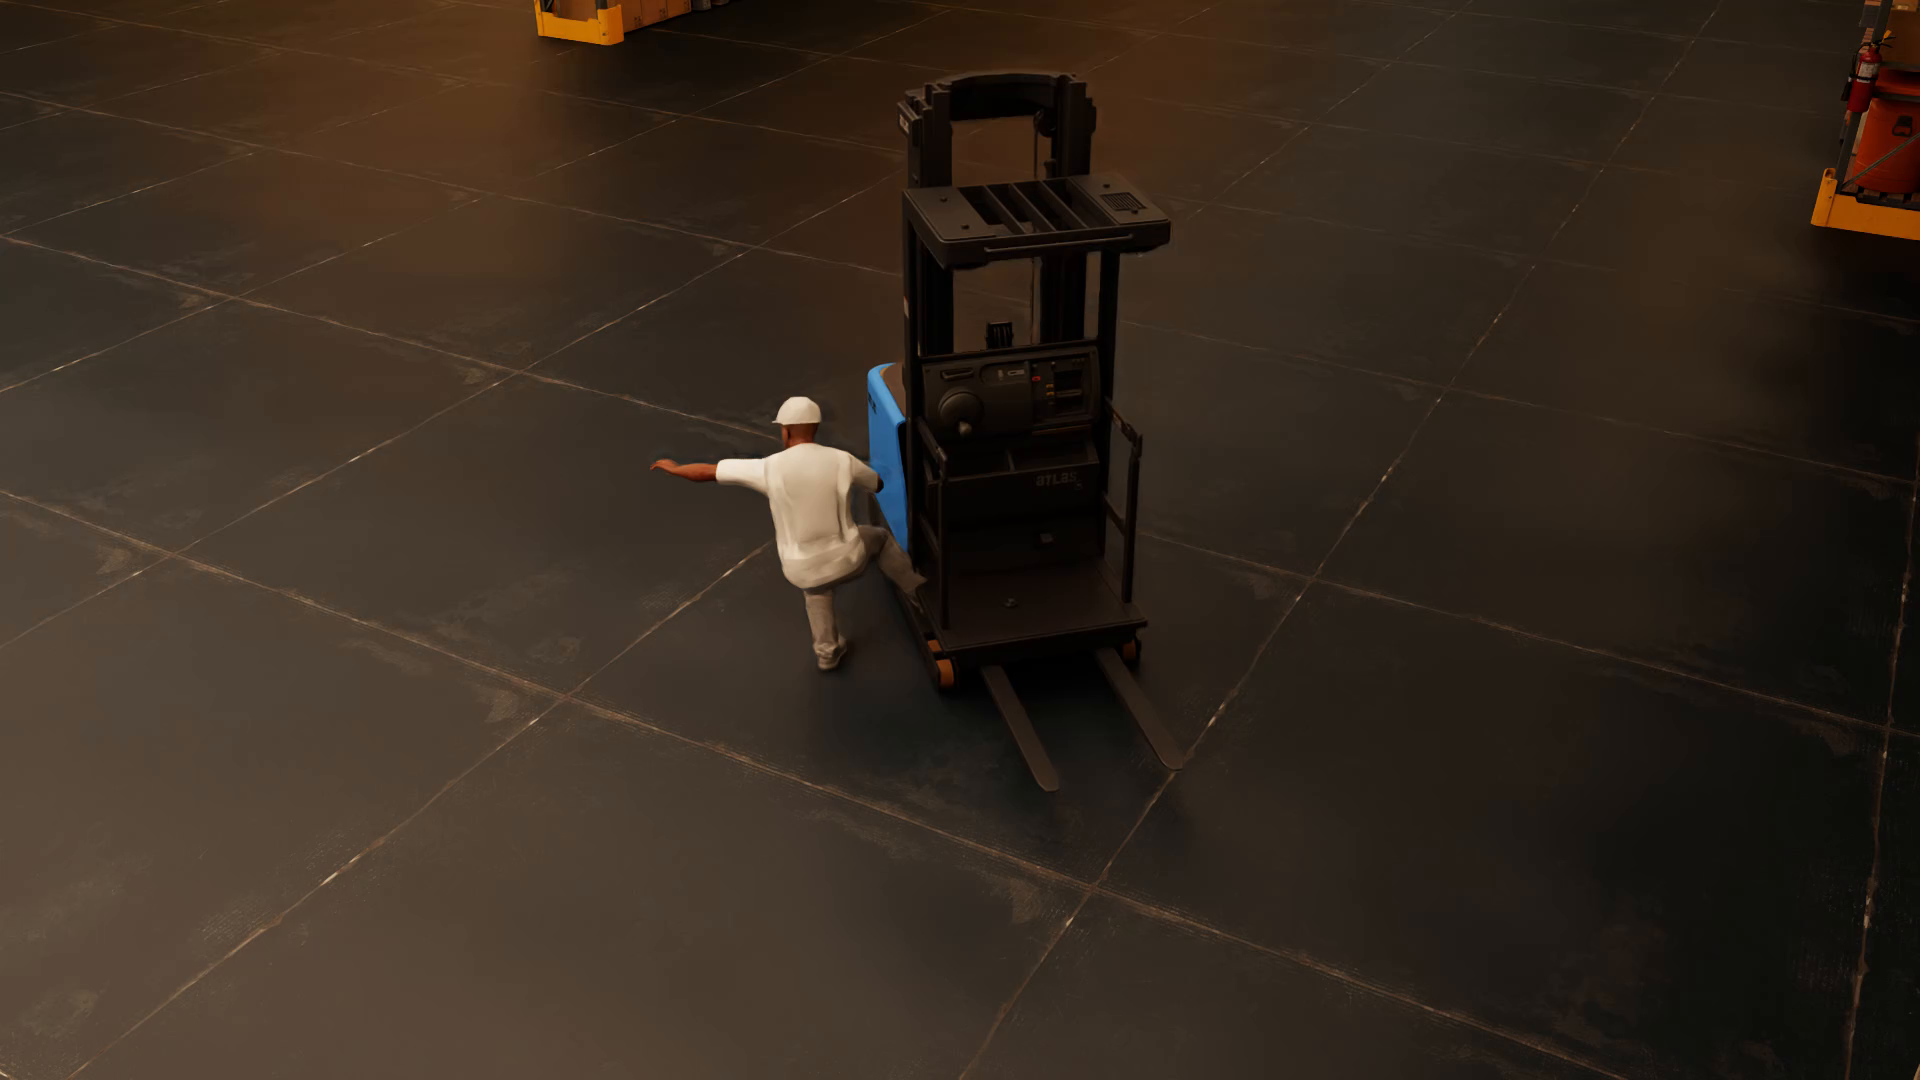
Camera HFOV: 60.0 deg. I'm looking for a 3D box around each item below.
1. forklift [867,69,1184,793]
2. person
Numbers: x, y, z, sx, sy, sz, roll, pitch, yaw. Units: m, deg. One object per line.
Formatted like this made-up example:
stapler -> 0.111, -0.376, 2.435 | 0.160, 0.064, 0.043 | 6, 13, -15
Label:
forklift -> 0.325, -0.703, 8.288 | 1.130, 2.935, 3.031 | -8, 31, -13
person -> -0.739, -0.058, 8.617 | 1.583, 1.483, 0.797 | -9, 31, -15
